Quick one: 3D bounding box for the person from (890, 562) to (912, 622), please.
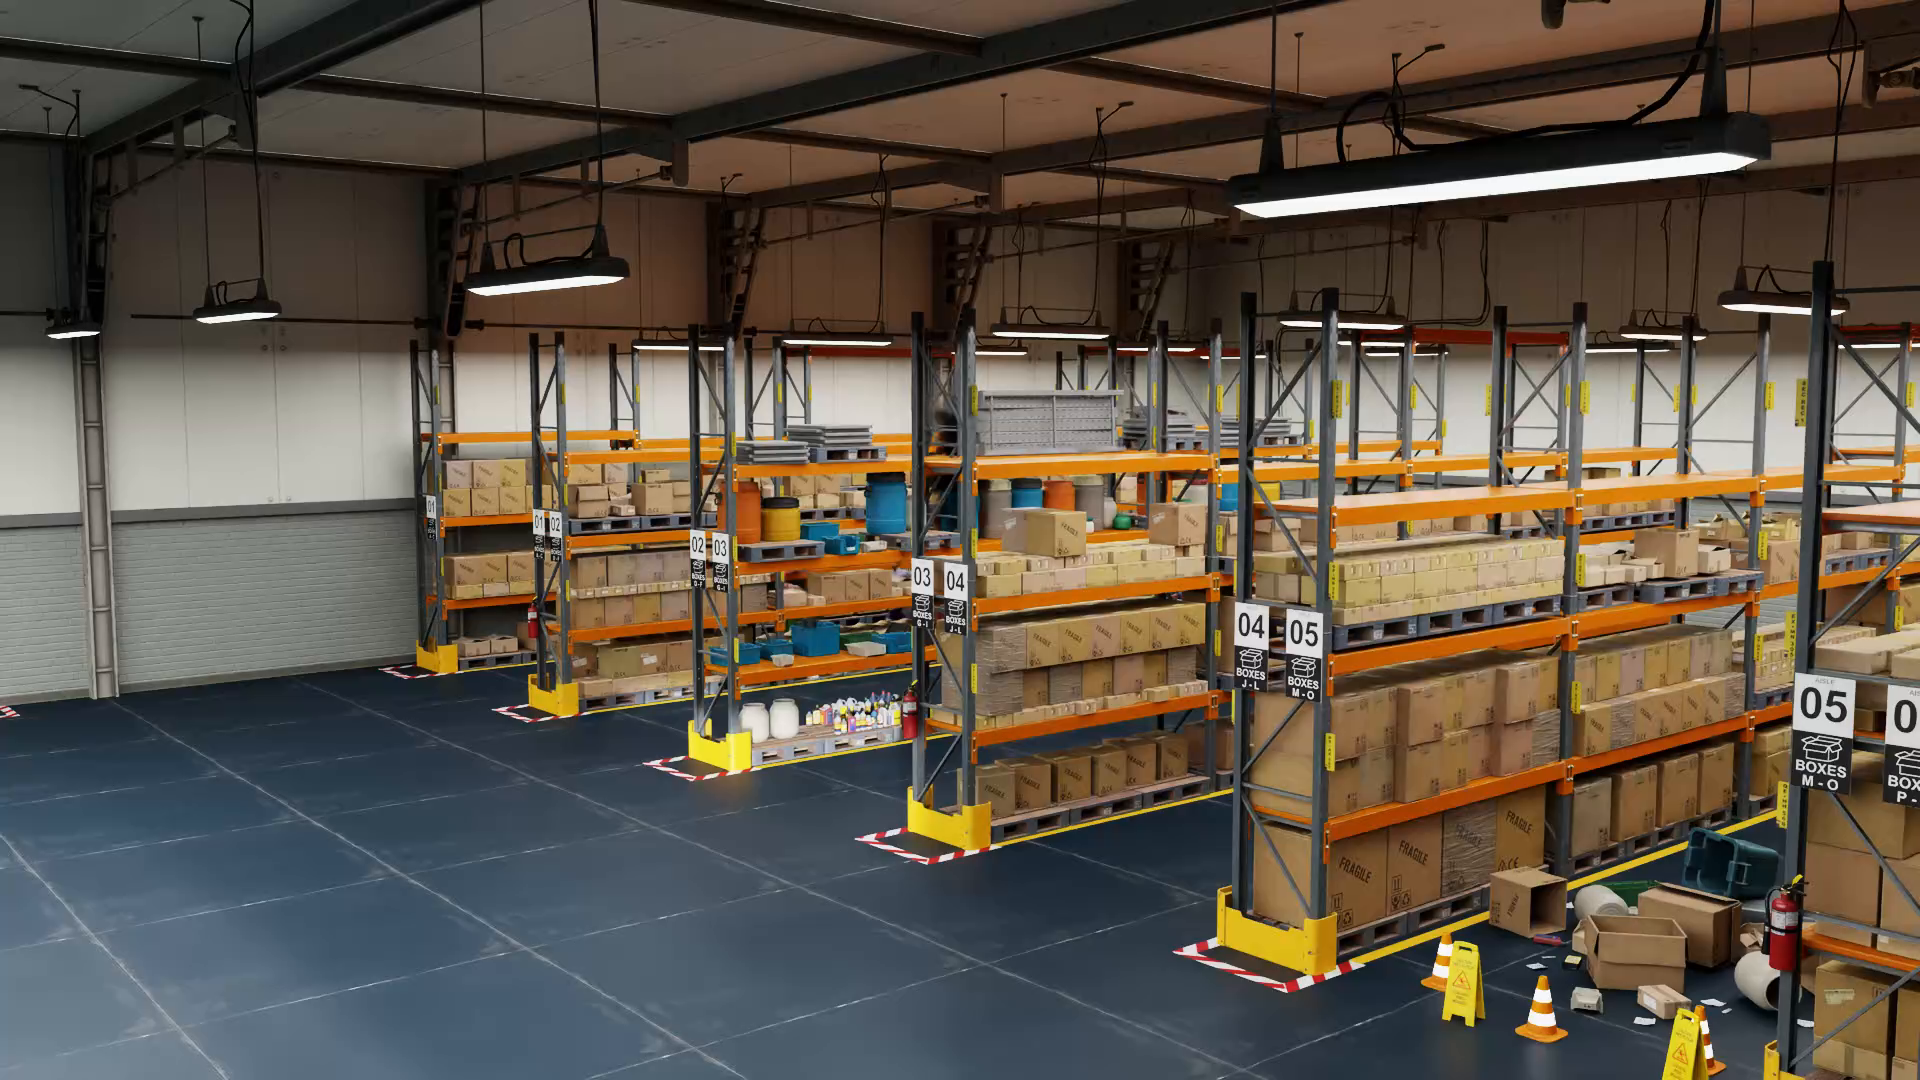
[{"bbox_3d":[-1.278,1.200,34.007,0.842,1.707,0.560,-5,7,-45],"label":"person"}]

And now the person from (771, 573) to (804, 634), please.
[{"bbox_3d":[-3.303,1.410,31.572,0.699,1.679,0.806,3,6,32],"label":"person"}]
